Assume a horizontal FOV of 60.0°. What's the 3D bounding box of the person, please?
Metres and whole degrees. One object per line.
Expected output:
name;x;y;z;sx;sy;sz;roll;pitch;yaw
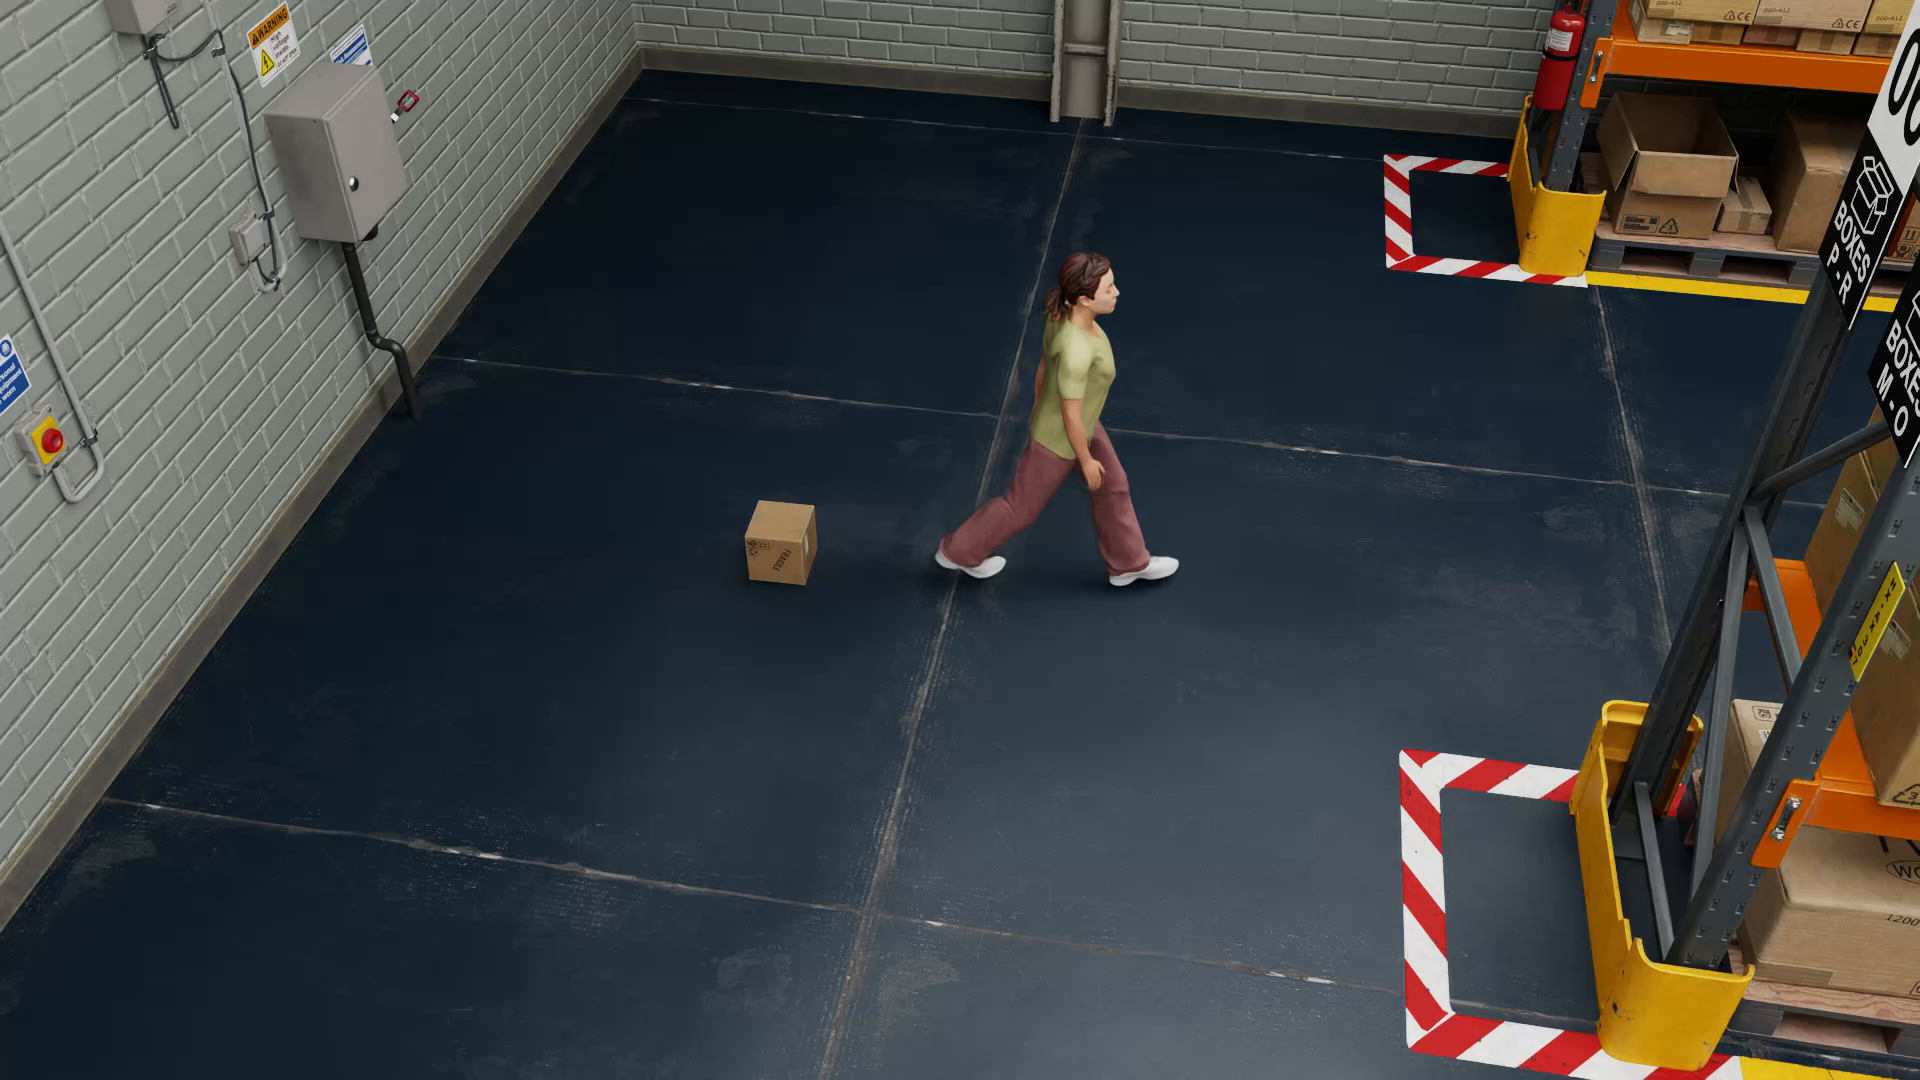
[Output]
person;0.414;-0.425;6.669;1.047;1.619;0.463;4;41;4
